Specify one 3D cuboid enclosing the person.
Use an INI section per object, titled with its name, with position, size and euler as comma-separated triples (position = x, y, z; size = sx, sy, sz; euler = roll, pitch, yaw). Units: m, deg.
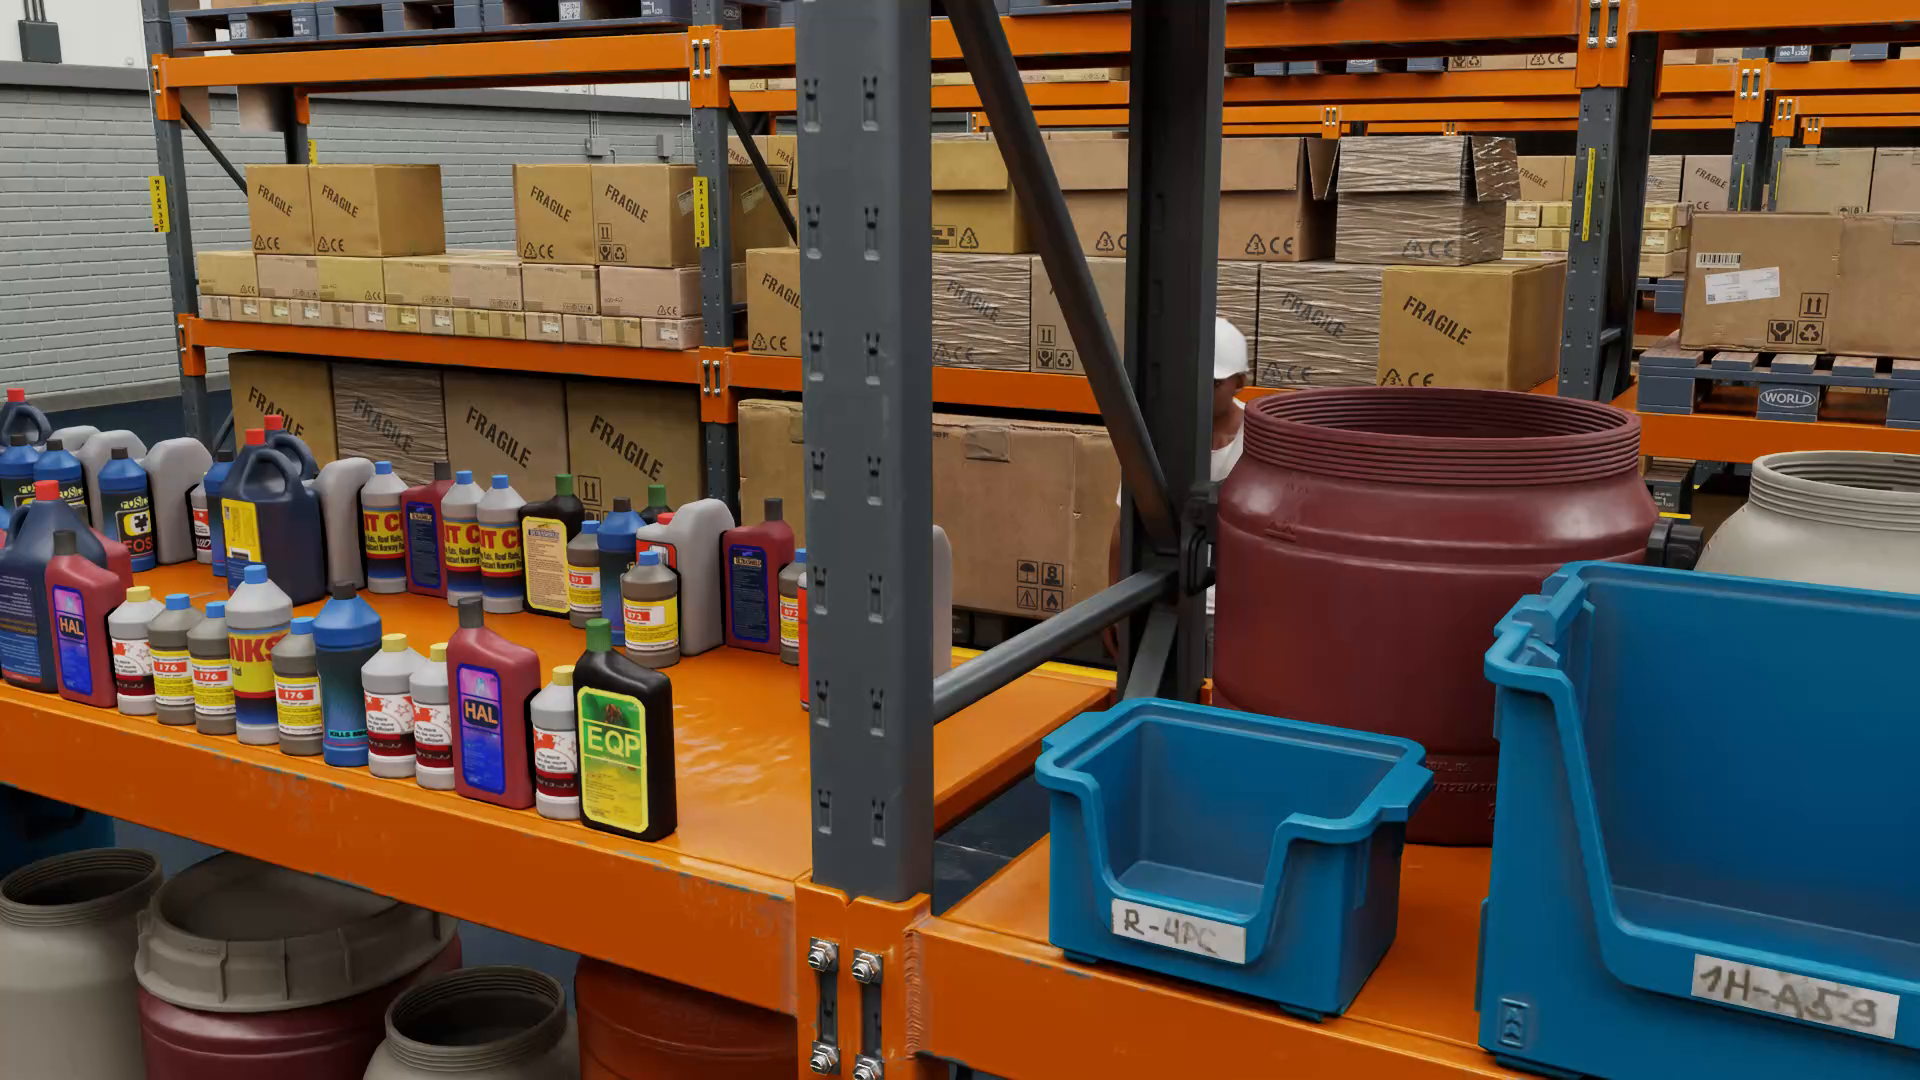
[person]
position = 0.724, 0.218, 4.945
size = 0.636, 1.760, 0.462
euler = 6, 14, 27
